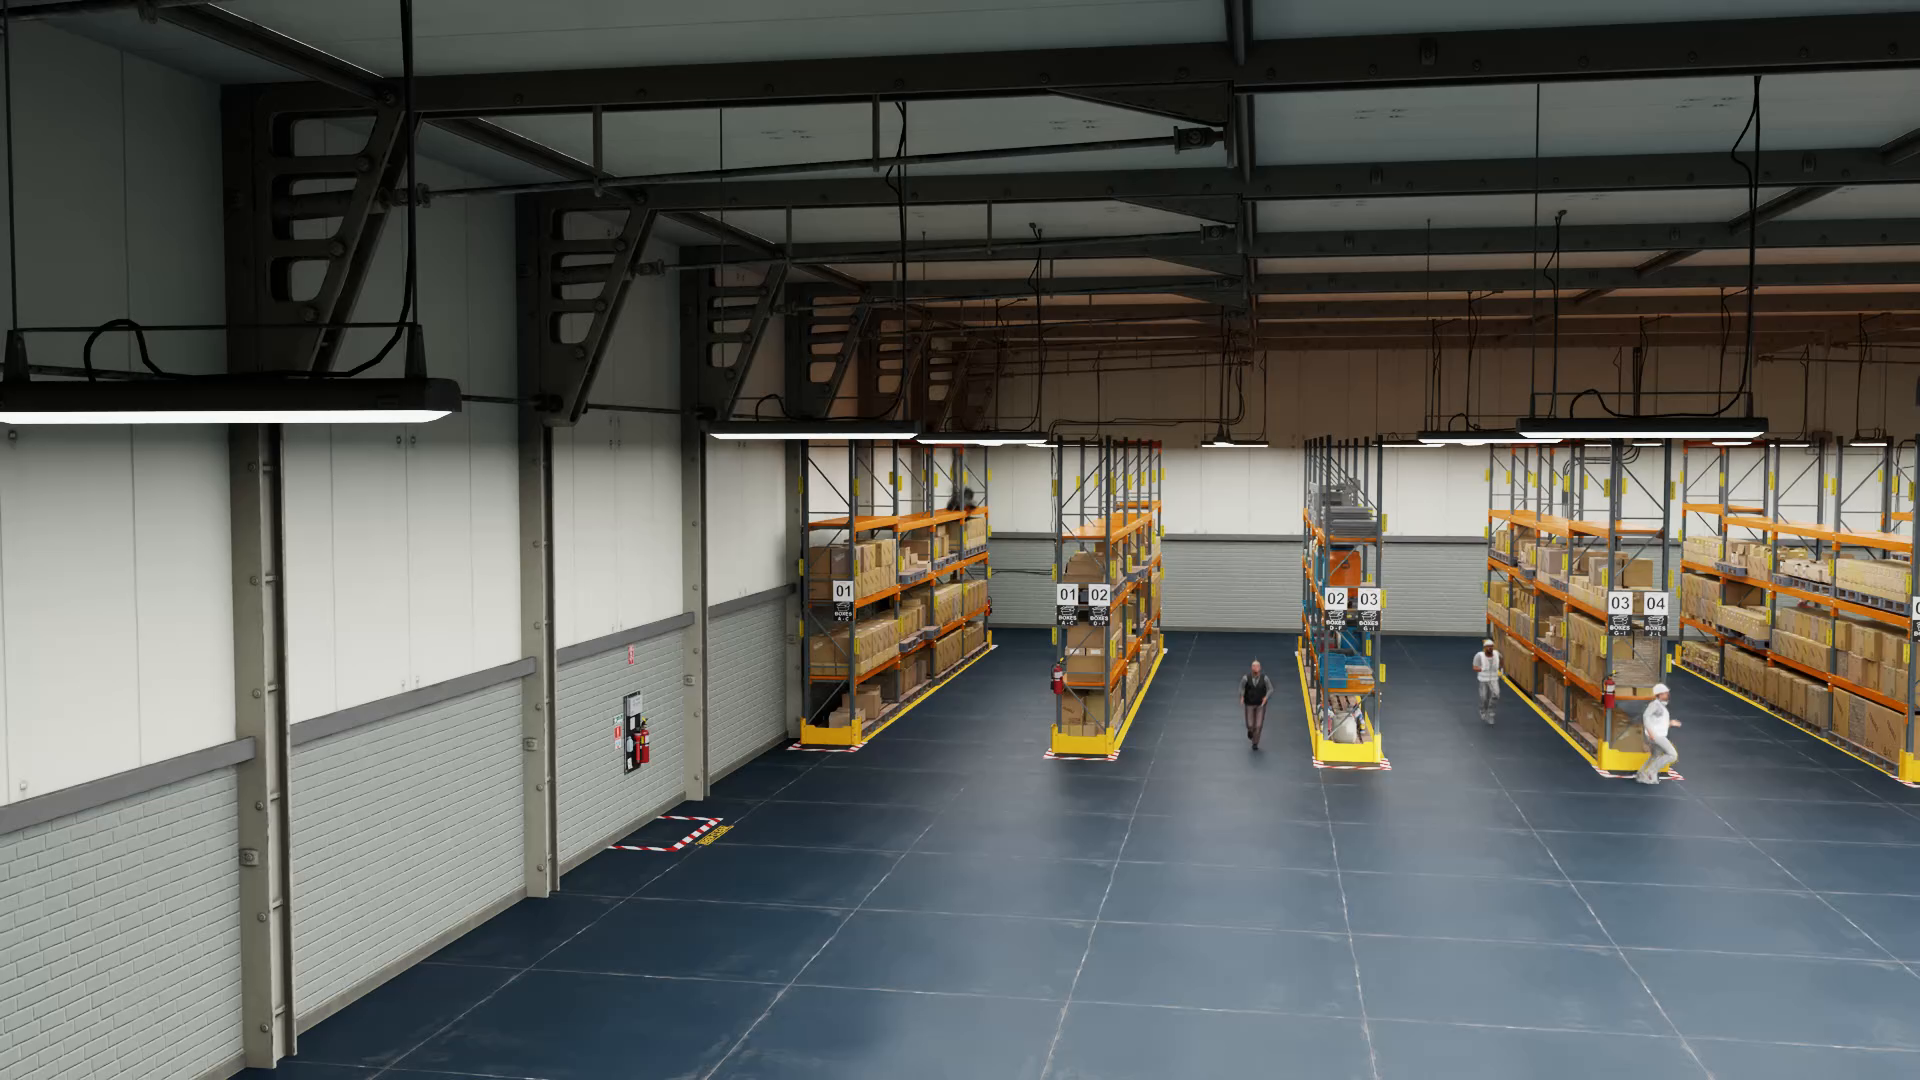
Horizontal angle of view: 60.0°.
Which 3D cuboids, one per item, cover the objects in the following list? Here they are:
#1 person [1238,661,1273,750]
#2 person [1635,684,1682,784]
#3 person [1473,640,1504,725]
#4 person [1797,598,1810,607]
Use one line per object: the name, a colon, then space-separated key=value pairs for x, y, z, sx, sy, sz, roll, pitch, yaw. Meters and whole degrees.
person: x=5.676 y=3.167 z=31.939 sx=0.662 sy=1.678 sz=0.582 roll=1 pitch=3 yaw=11
person: x=11.925 y=3.314 z=28.379 sx=0.715 sy=1.713 sz=0.652 roll=1 pitch=3 yaw=25
person: x=11.043 y=2.957 z=34.732 sx=0.715 sy=1.781 sz=0.833 roll=0 pitch=3 yaw=2
person: x=23.465 y=2.378 z=46.345 sx=0.629 sy=1.669 sz=0.663 roll=-1 pitch=3 yaw=-11
